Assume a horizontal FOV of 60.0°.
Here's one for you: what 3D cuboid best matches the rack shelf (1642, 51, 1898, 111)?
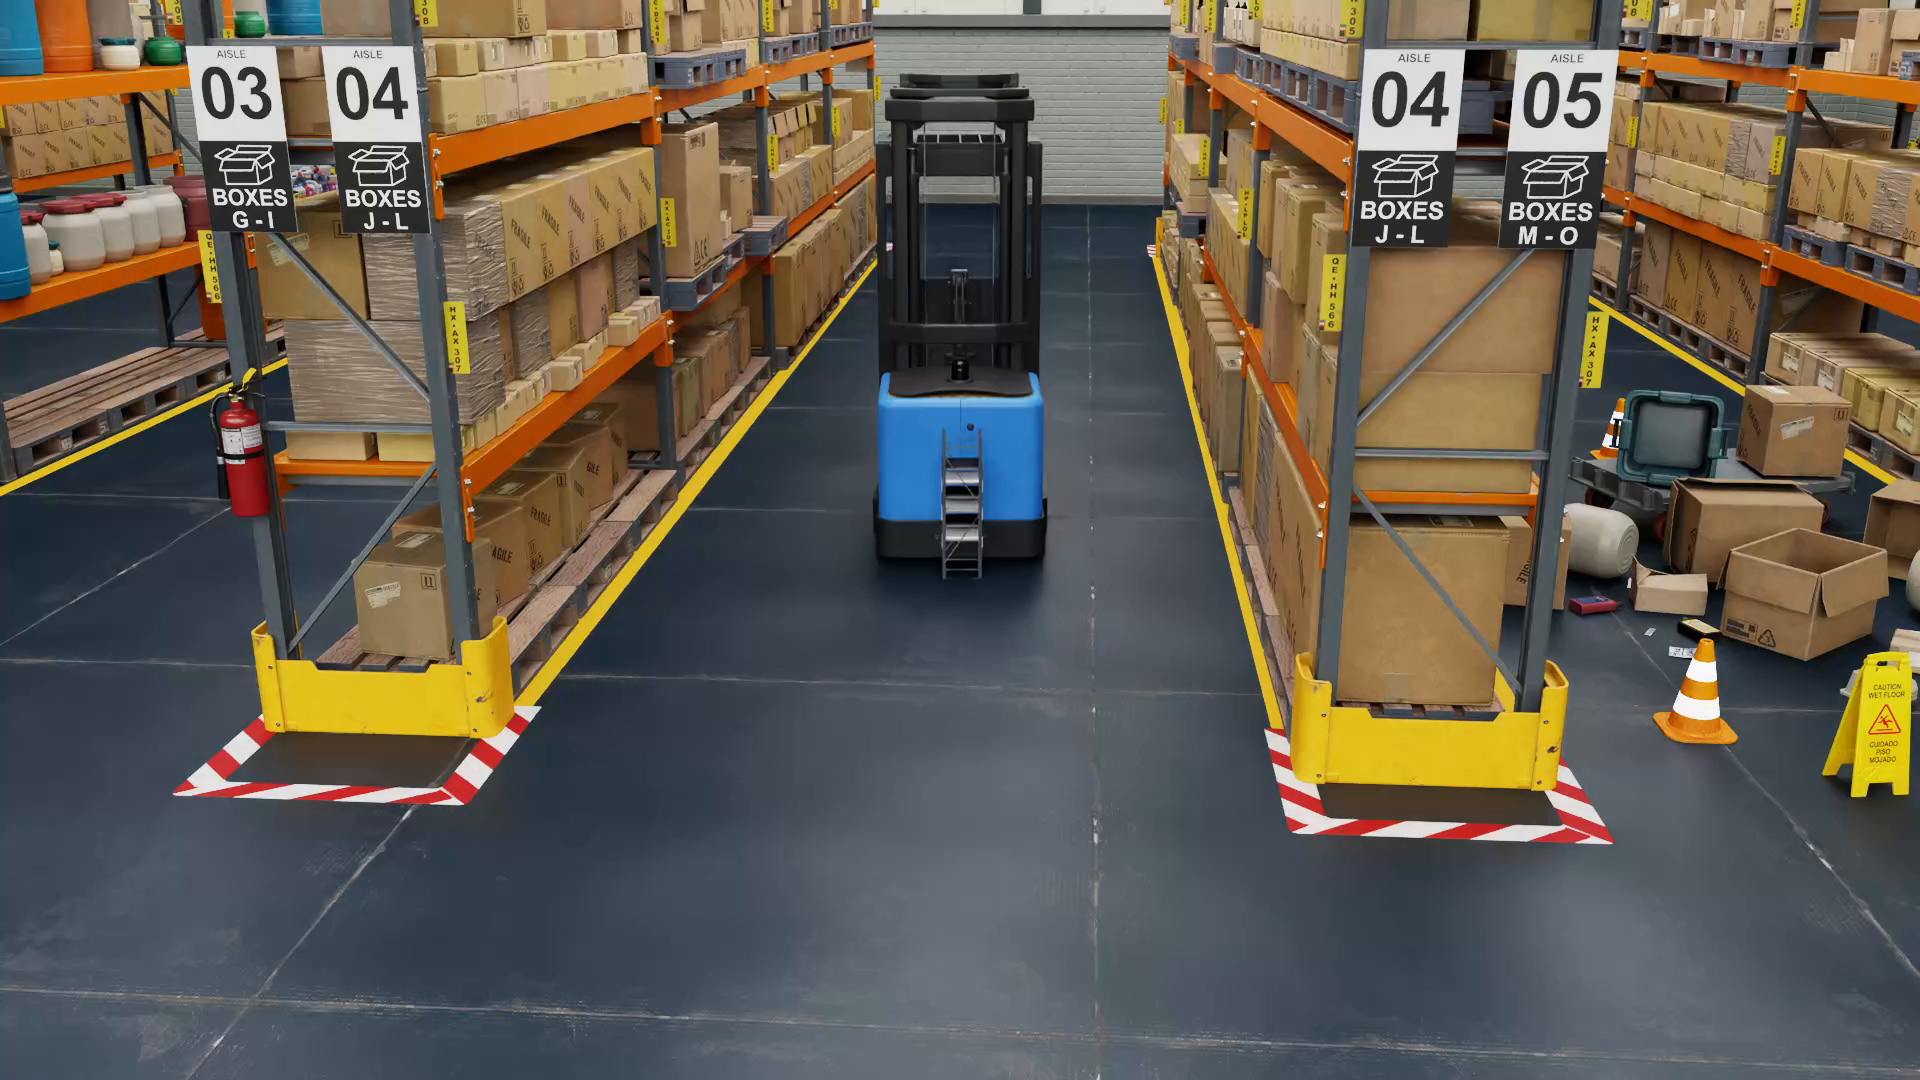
[{"bbox_3d":[7.788,-4.480,16.117,1.077,0.370,4.000,1,18,4],"label":"rack shelf"}]

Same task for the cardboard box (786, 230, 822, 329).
[{"bbox_3d":[-2.098,-2.677,17.014,1.225,0.875,0.875,1,18,4],"label":"cardboard box"}]

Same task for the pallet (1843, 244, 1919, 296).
[{"bbox_3d":[7.544,-2.069,12.727,1.003,0.211,1.213,1,18,4],"label":"pallet"}]

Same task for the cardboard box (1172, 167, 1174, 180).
[{"bbox_3d":[2.464,-3.901,17.741,0.380,0.149,0.250,1,18,4],"label":"cardboard box"}]

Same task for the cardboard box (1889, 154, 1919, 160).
[{"bbox_3d":[7.864,-2.856,13.508,0.500,0.500,0.500,1,18,3],"label":"cardboard box"}]

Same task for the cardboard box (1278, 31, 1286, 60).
[{"bbox_3d":[1.978,-2.744,9.231,0.380,0.149,0.250,1,18,3],"label":"cardboard box"}]

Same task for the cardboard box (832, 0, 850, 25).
[{"bbox_3d":[-1.734,-6.529,20.220,0.700,0.500,0.500,2,18,6],"label":"cardboard box"}]

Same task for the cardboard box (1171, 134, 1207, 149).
[{"bbox_3d":[2.500,-4.348,18.148,0.380,0.149,0.250,2,18,7],"label":"cardboard box"}]

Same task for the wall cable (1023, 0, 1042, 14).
[{"bbox_3d":[2.177,-11.540,26.523,2.277,5.999,0.120,1,18,4],"label":"wall cable"}]

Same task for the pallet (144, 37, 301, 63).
[{"bbox_3d":[-7.027,-4.678,15.869,1.003,0.211,1.213,1,18,4],"label":"pallet"}]

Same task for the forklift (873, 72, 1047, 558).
[{"bbox_3d":[-0.009,-1.687,11.366,1.130,2.935,3.031,0,18,-1],"label":"forklift"}]

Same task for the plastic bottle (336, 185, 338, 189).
[{"bbox_3d":[-6.668,-3.705,17.732,0.097,0.201,0.097,0,18,0],"label":"plastic bottle"}]

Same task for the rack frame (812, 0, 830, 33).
[{"bbox_3d":[-1.953,-7.090,18.108,1.000,3.000,0.127,1,18,4],"label":"rack frame"}]

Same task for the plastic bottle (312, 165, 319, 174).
[{"bbox_3d":[-7.354,-4.148,18.953,0.061,0.283,0.133,1,18,4],"label":"plastic bottle"}]

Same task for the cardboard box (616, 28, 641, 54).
[{"bbox_3d":[-2.261,-3.191,10.626,0.380,0.149,0.250,2,18,6],"label":"cardboard box"}]

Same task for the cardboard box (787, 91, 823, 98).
[{"bbox_3d":[-2.005,-5.609,21.784,0.500,0.500,0.500,1,18,3],"label":"cardboard box"}]

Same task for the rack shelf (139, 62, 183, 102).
[{"bbox_3d":[-7.036,-4.812,17.129,1.077,0.370,4.000,1,18,4],"label":"rack shelf"}]

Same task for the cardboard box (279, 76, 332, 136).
[{"bbox_3d":[-3.032,-2.022,7.699,0.500,0.250,0.500,2,18,5],"label":"cardboard box"}]

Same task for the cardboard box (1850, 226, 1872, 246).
[{"bbox_3d":[7.337,-2.426,13.239,0.380,0.149,0.250,2,18,7],"label":"cardboard box"}]

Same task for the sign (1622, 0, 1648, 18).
[{"bbox_3d":[2.680,-2.234,6.576,0.100,0.325,0.005,1,18,4],"label":"sign"}]

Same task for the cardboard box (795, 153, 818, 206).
[{"bbox_3d":[-1.787,-3.819,17.601,0.500,0.500,0.500,1,18,3],"label":"cardboard box"}]

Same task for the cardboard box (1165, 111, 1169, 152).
[{"bbox_3d":[2.966,-5.395,21.932,0.500,0.500,0.500,2,18,7],"label":"cardboard box"}]

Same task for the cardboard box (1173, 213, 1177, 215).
[{"bbox_3d":[2.998,-4.223,21.943,0.380,0.149,0.250,2,18,5],"label":"cardboard box"}]

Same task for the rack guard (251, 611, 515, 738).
[{"bbox_3d":[-2.808,0.652,8.130,1.175,0.500,0.348,1,18,4],"label":"rack guard"}]

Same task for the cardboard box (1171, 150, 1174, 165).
[{"bbox_3d":[2.484,-4.126,17.948,0.380,0.149,0.250,1,18,3],"label":"cardboard box"}]

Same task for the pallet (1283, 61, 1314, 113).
[{"bbox_3d":[2.255,-2.364,8.645,1.003,0.211,1.213,1,18,4],"label":"pallet"}]

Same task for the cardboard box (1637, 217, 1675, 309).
[{"bbox_3d":[7.967,-3.013,18.040,0.875,0.875,0.875,2,18,6],"label":"cardboard box"}]

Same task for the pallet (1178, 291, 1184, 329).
[{"bbox_3d":[2.933,-2.530,18.305,1.003,0.211,1.213,1,18,4],"label":"pallet"}]

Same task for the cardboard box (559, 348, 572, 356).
[{"bbox_3d":[-2.465,-1.020,9.623,0.380,0.149,0.250,1,18,4],"label":"cardboard box"}]

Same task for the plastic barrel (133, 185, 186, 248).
[{"bbox_3d":[-7.040,-2.836,14.581,0.421,0.512,0.421,0,18,0],"label":"plastic barrel"}]

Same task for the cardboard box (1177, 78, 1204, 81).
[{"bbox_3d":[2.834,-5.232,19.830,0.500,0.500,0.500,2,18,5],"label":"cardboard box"}]

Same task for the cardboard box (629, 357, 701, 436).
[{"bbox_3d":[-2.408,-1.113,12.812,0.700,0.500,0.500,1,18,4],"label":"cardboard box"}]

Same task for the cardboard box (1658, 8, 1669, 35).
[{"bbox_3d":[7.547,-5.431,17.405,0.396,0.266,0.258,1,18,3],"label":"cardboard box"}]

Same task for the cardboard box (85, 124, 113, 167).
[{"bbox_3d":[-11.418,-5.133,21.611,0.500,0.500,0.500,1,18,3],"label":"cardboard box"}]

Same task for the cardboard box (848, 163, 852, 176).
[{"bbox_3d":[-1.527,-4.529,20.330,0.380,0.149,0.250,1,18,3],"label":"cardboard box"}]

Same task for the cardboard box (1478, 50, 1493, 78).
[{"bbox_3d":[2.489,-2.102,7.270,0.380,0.149,0.250,1,18,4],"label":"cardboard box"}]

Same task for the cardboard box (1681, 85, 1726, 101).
[{"bbox_3d":[8.213,-4.941,18.377,0.380,0.149,0.250,1,18,3],"label":"cardboard box"}]

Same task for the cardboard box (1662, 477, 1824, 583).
[{"bbox_3d":[4.731,-0.062,10.085,0.797,0.637,0.503,1,18,4],"label":"cardboard box"}]

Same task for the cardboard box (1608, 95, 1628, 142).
[{"bbox_3d":[7.735,-4.851,19.142,0.500,0.500,0.500,1,18,3],"label":"cardboard box"}]

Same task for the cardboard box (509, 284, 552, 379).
[{"bbox_3d":[-2.751,-1.183,9.079,0.875,0.500,0.500,1,18,4],"label":"cardboard box"}]

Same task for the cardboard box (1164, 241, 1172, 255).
[{"bbox_3d":[2.841,-3.791,21.579,0.380,0.149,0.250,2,18,5],"label":"cardboard box"}]

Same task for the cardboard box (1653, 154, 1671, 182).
[{"bbox_3d":[7.610,-3.891,17.419,0.500,0.250,0.500,2,18,5],"label":"cardboard box"}]

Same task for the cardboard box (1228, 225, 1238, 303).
[{"bbox_3d":[2.221,-1.985,12.002,0.500,0.500,0.500,1,18,3],"label":"cardboard box"}]

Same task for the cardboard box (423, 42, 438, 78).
[{"bbox_3d":[-2.563,-2.136,7.408,0.380,0.149,0.250,1,18,4],"label":"cardboard box"}]

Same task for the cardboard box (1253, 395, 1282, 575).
[{"bbox_3d":[2.238,-0.328,9.845,0.875,0.875,0.875,1,18,4],"label":"cardboard box"}]

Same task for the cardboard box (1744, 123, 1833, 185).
[{"bbox_3d":[7.421,-3.465,14.913,0.500,0.500,0.500,1,18,2],"label":"cardboard box"}]

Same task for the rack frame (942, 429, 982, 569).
[{"bbox_3d":[0.011,-0.248,10.234,0.240,0.900,0.006,0,18,-1],"label":"rack frame"}]

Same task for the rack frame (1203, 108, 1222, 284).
[{"bbox_3d":[2.701,-2.855,14.817,1.000,3.000,0.127,1,18,4],"label":"rack frame"}]

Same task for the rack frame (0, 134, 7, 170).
[{"bbox_3d":[-11.833,-4.461,19.721,1.000,3.000,0.127,1,18,4],"label":"rack frame"}]

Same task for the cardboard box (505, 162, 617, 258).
[{"bbox_3d":[-2.355,-1.962,9.849,0.500,0.500,0.500,1,18,4],"label":"cardboard box"}]

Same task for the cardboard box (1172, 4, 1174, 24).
[{"bbox_3d":[2.947,-6.638,20.985,0.500,0.250,0.500,1,18,3],"label":"cardboard box"}]

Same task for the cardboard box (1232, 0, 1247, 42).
[{"bbox_3d":[2.357,-3.950,12.651,0.500,0.311,0.500,1,18,3],"label":"cardboard box"}]

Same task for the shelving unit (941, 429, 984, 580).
[{"bbox_3d":[0.012,-0.216,10.137,0.258,0.900,0.210,0,18,-1],"label":"shelving unit"}]

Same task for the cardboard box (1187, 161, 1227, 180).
[{"bbox_3d":[2.278,-3.380,15.194,0.380,0.149,0.250,1,18,2],"label":"cardboard box"}]

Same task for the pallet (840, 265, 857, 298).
[{"bbox_3d":[-1.820,-3.148,20.192,1.003,0.211,1.213,1,18,4],"label":"pallet"}]

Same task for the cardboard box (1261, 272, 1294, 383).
[{"bbox_3d":[2.226,-1.232,9.625,0.875,0.550,0.550,1,18,4],"label":"cardboard box"}]

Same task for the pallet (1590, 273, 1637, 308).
[{"bbox_3d":[8.064,-2.927,19.517,1.003,0.211,1.213,1,18,4],"label":"pallet"}]

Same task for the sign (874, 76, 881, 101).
[{"bbox_3d":[-1.126,-6.128,22.566,0.100,0.325,0.005,1,18,4],"label":"sign"}]
